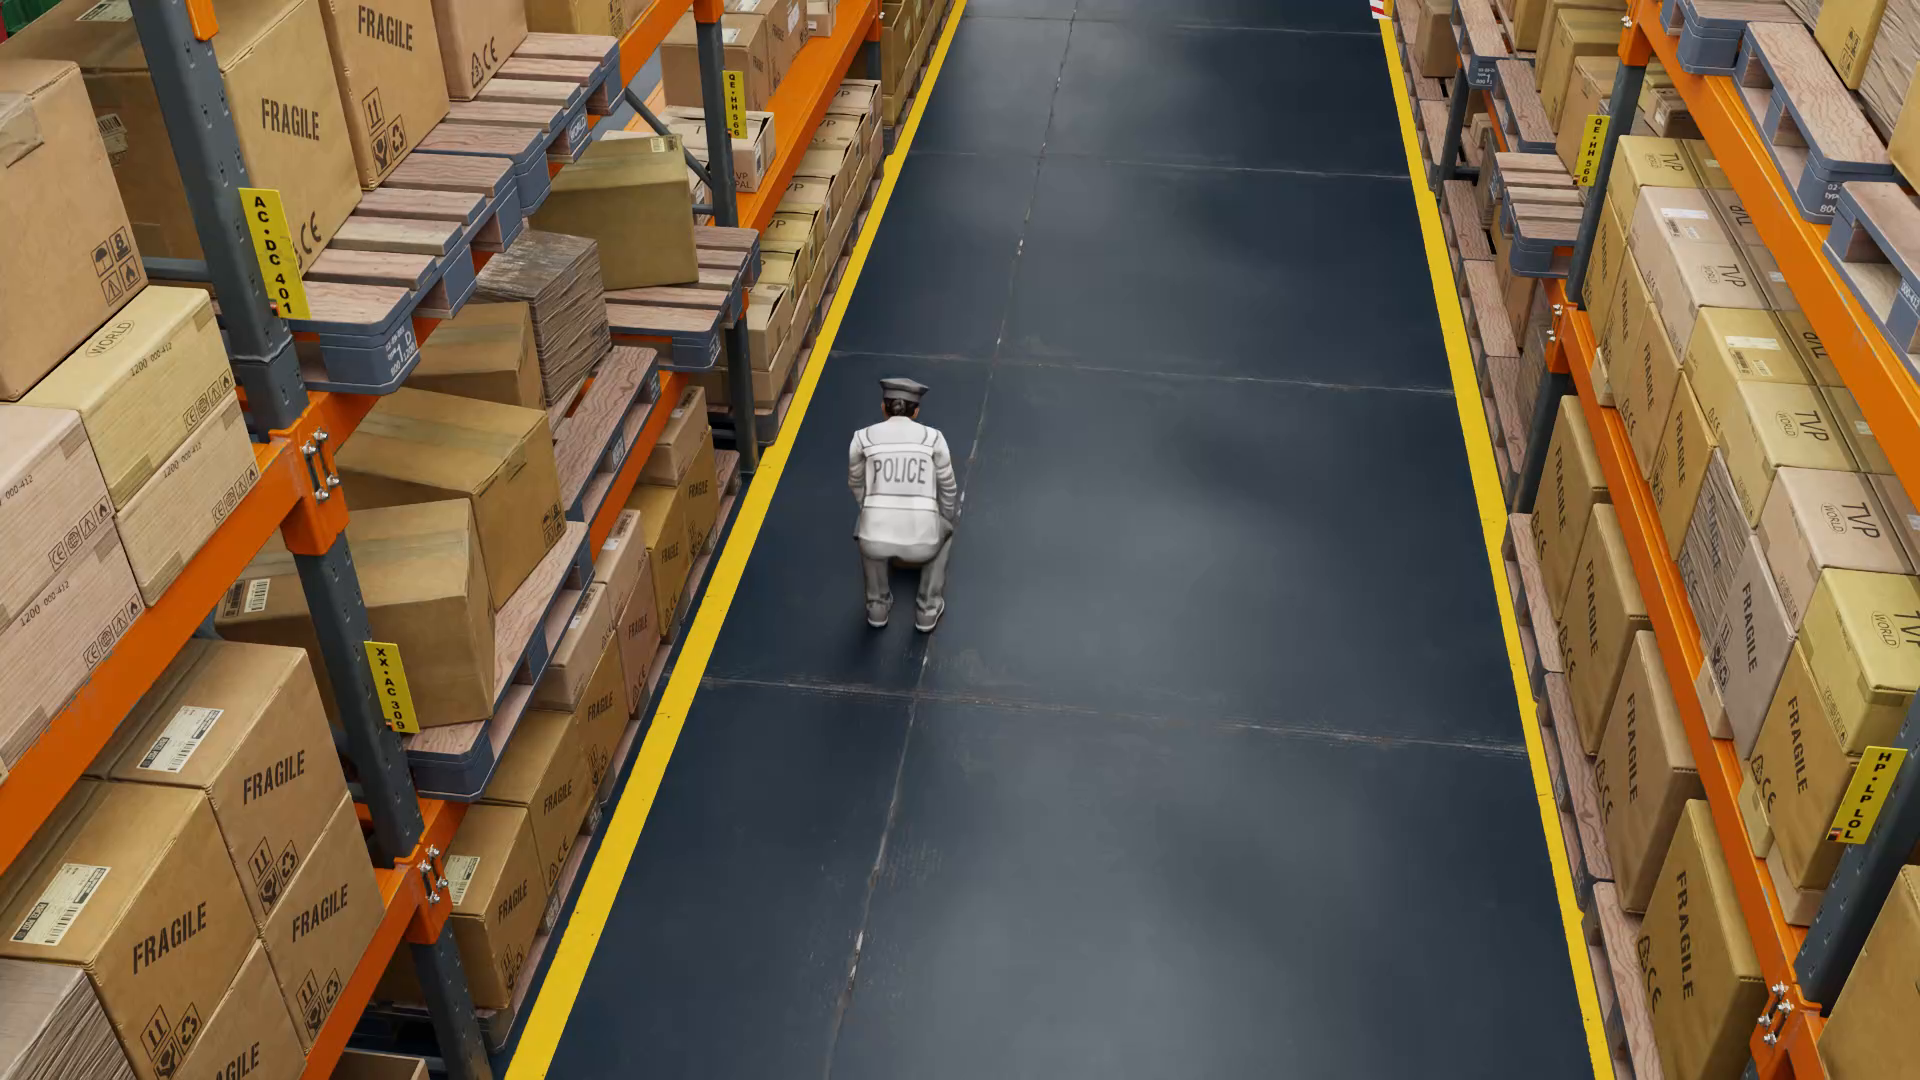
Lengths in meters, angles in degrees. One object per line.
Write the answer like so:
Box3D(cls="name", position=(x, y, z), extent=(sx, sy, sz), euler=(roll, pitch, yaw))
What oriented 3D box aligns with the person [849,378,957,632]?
Box3D(cls="person", position=(-0.276, -0.152, 7.725), extent=(0.489, 1.101, 0.820), euler=(4, 37, 6))
